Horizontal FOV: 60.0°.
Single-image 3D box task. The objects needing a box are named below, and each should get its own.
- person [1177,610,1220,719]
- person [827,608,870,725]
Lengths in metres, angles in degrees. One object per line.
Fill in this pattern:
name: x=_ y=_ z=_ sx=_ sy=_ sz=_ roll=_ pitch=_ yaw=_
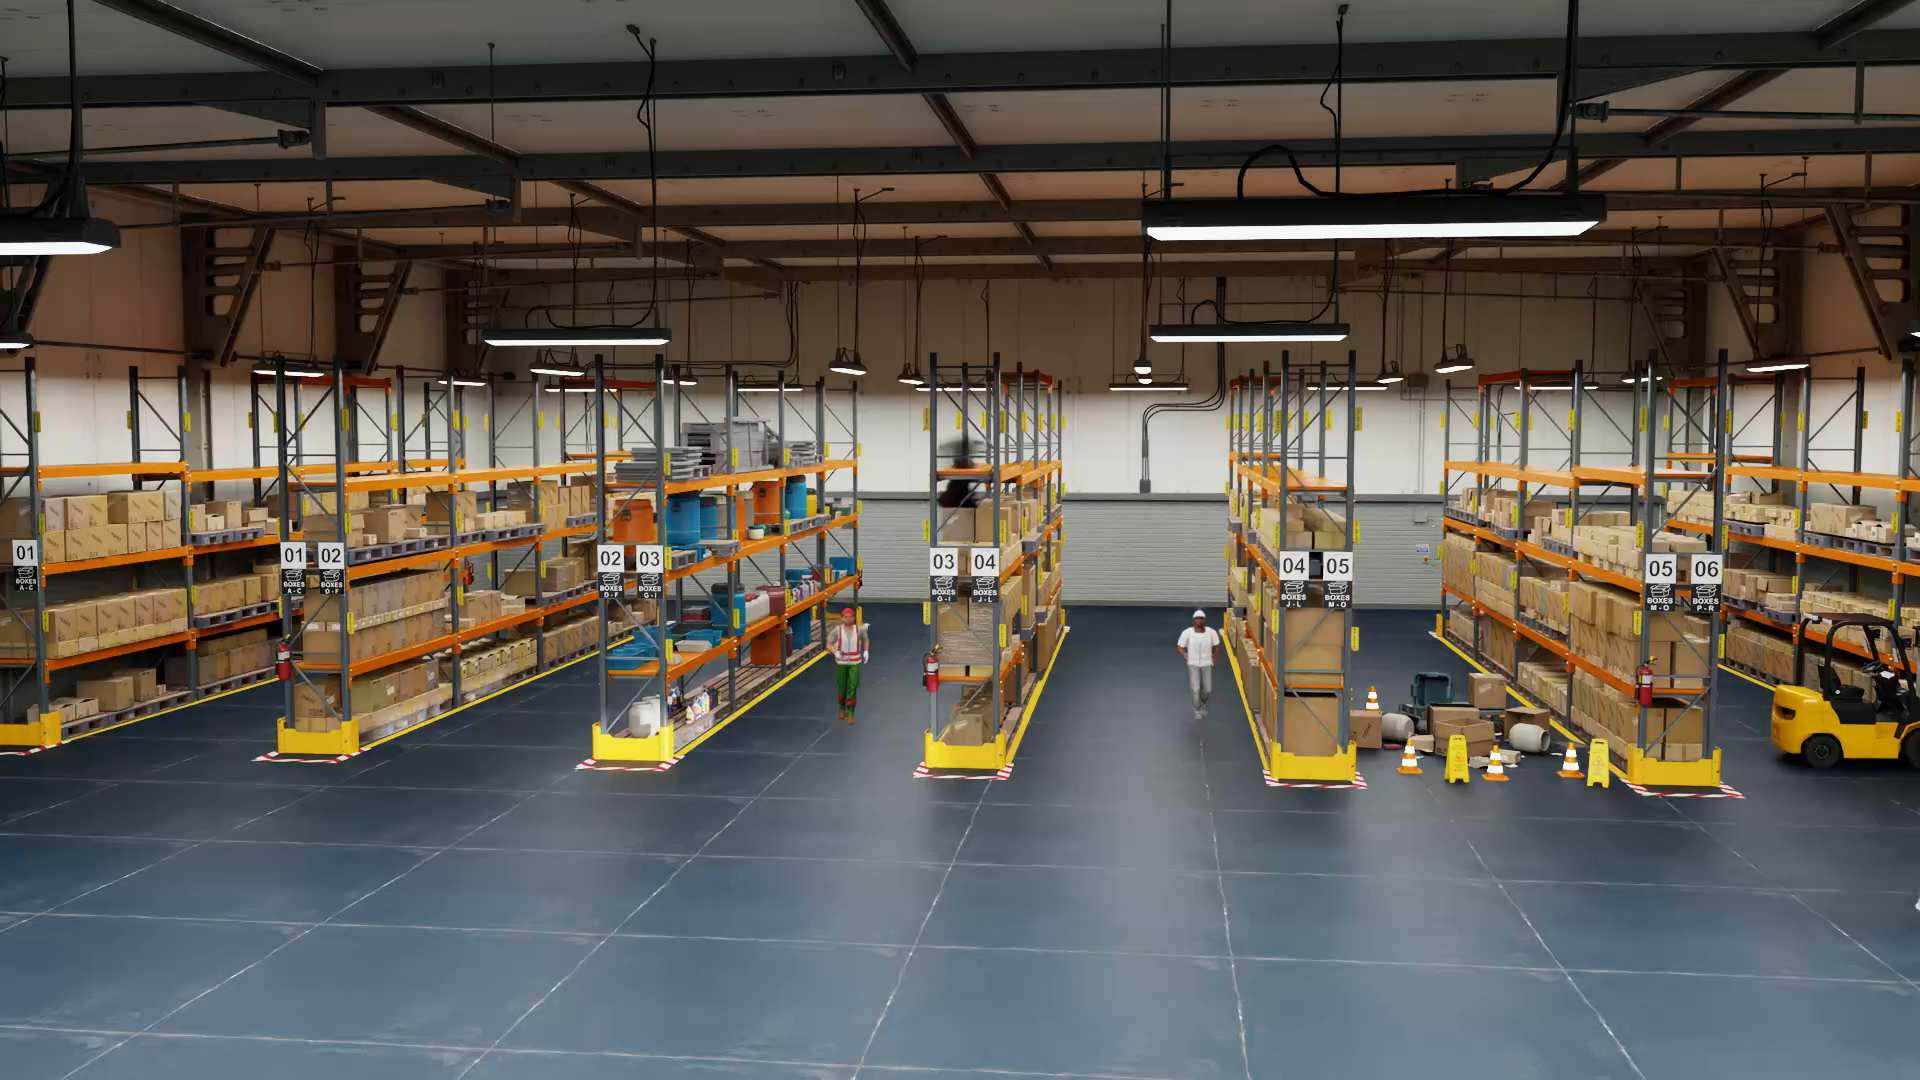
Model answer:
person: x=3.801 y=1.984 z=26.406 sx=0.696 sy=1.735 sz=0.558 roll=0 pitch=4 yaw=2
person: x=-1.756 y=1.969 z=26.212 sx=0.686 sy=1.809 sz=0.786 roll=-1 pitch=4 yaw=-8
